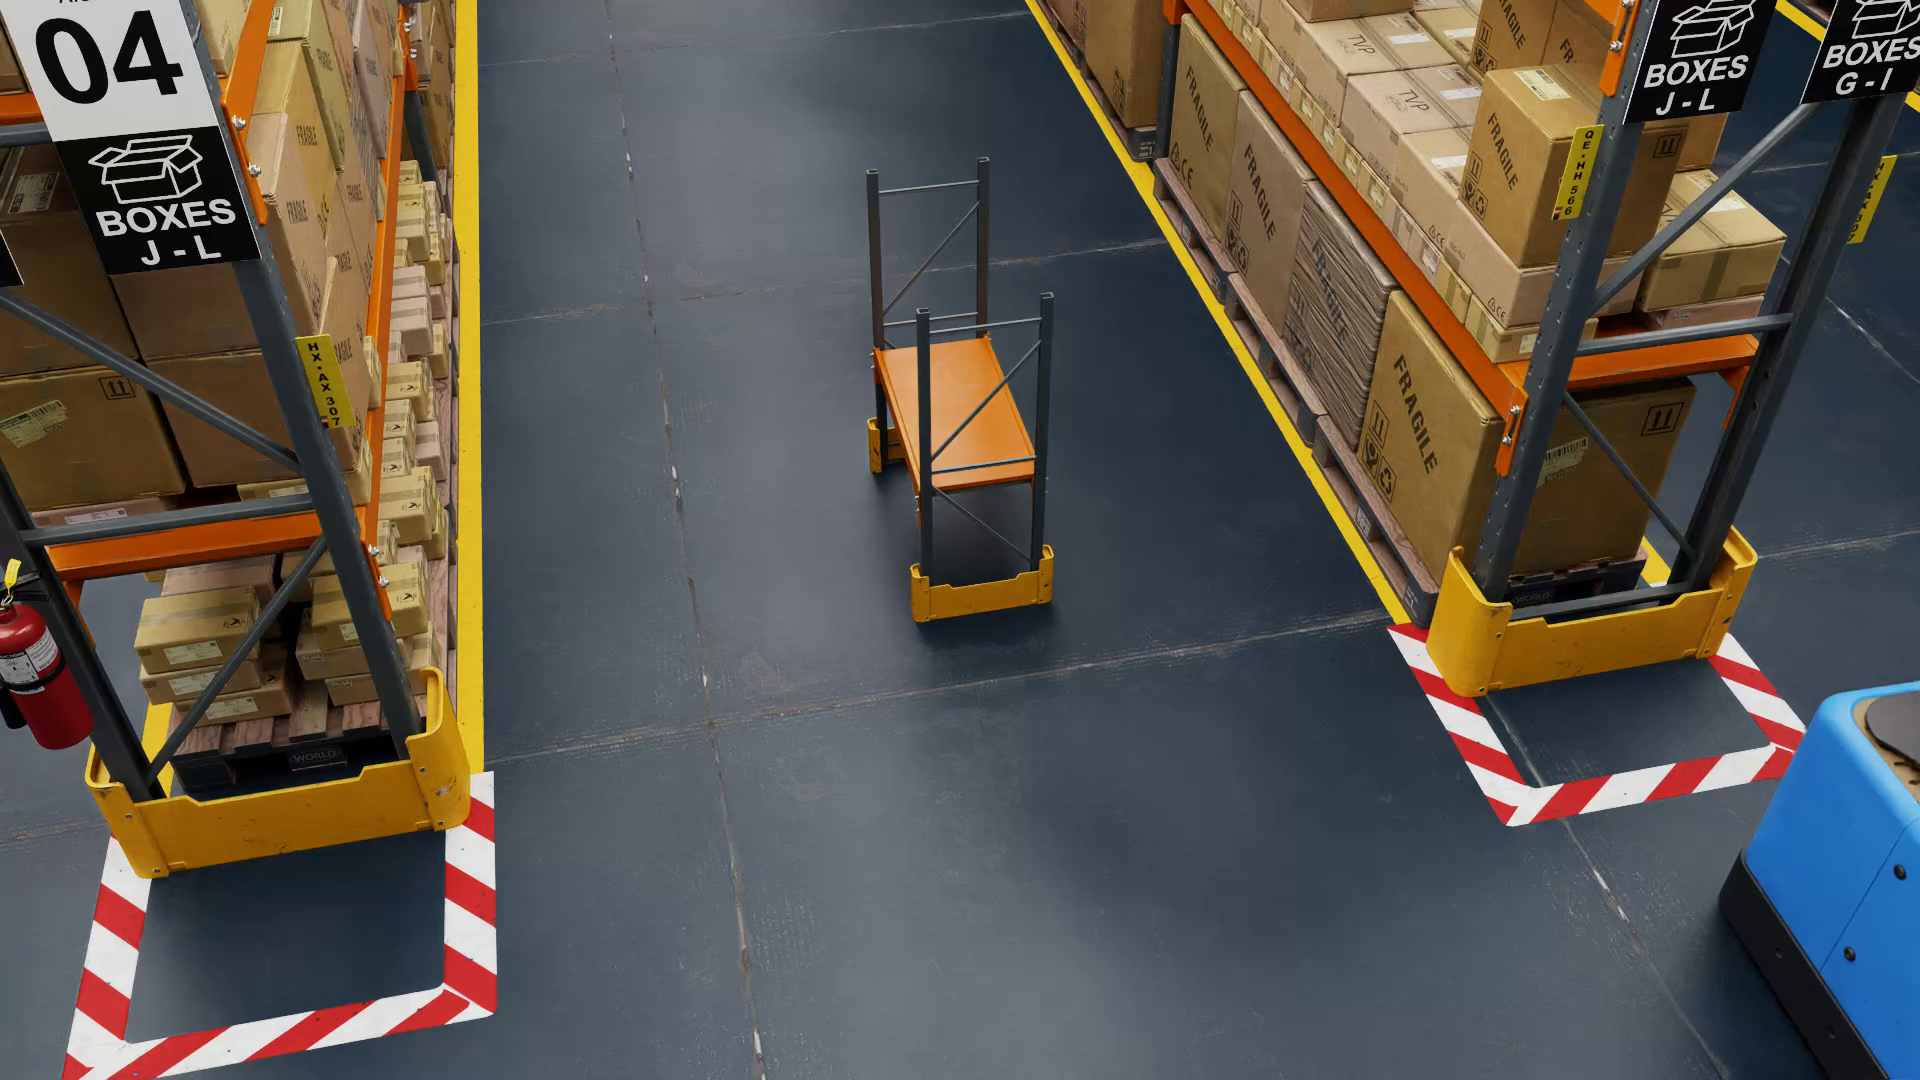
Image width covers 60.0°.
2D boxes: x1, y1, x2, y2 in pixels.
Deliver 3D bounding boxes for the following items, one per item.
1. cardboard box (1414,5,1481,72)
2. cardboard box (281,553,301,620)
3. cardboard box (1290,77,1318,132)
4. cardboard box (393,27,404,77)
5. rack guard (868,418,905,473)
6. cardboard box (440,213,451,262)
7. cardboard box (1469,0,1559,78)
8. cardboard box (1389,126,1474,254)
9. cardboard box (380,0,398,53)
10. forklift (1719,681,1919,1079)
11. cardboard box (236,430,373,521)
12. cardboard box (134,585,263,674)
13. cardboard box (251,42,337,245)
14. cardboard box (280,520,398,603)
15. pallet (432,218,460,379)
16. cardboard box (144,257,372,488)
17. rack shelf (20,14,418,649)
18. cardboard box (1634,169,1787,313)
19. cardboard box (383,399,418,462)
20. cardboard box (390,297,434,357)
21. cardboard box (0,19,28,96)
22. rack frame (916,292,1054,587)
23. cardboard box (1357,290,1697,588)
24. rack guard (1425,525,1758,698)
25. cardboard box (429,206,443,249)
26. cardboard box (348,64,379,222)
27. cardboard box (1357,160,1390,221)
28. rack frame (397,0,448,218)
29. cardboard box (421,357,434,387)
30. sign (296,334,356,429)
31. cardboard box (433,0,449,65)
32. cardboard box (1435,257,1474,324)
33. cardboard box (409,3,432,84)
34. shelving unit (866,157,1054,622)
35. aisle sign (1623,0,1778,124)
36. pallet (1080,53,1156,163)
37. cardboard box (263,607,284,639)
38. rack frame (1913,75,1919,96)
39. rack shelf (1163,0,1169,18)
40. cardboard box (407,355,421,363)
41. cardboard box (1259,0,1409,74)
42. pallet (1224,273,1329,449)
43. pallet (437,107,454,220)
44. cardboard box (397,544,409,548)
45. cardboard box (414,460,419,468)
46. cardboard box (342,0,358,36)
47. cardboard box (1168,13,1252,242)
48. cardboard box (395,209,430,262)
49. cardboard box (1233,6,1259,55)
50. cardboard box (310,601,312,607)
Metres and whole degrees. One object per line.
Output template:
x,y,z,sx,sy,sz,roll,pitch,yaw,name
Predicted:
2.301,-2.107,7.253,0.500,0.250,0.500,-9,42,-10,cardboard box
-2.827,0.205,6.591,0.380,0.149,0.250,-9,42,-9,cardboard box
1.696,-1.952,7.379,0.380,0.149,0.250,-9,42,-11,cardboard box
-2.794,-2.253,7.718,0.380,0.149,0.250,-9,42,-10,cardboard box
-0.124,-0.466,7.586,0.587,0.250,0.087,-8,42,-9,rack guard
-2.829,-1.536,8.552,0.380,0.149,0.250,-8,42,-9,cardboard box
2.417,-2.047,6.621,0.500,0.500,0.500,-9,42,-10,cardboard box
2.010,-1.363,6.415,0.500,0.250,0.500,-9,42,-10,cardboard box
-2.866,-2.526,7.537,0.500,0.500,0.500,-8,42,-9,cardboard box
4.185,0.317,4.685,3.031,2.935,1.130,-7,42,-8,forklift
-2.133,-0.220,5.428,0.380,0.149,0.250,-9,42,-10,cardboard box
-2.744,0.322,6.010,0.380,0.149,0.250,-8,42,-9,cardboard box
-2.336,-1.235,5.329,0.500,0.500,0.500,-7,42,-8,cardboard box
-2.341,0.079,6.284,0.380,0.149,0.250,-8,42,-9,cardboard box
-3.067,-1.177,8.417,1.003,0.211,1.213,-8,42,-9,pallet
-2.210,-0.537,5.296,0.500,0.500,0.500,-6,42,-7,cardboard box
-2.814,-1.085,6.754,1.077,0.370,4.000,-8,42,-9,rack shelf
2.642,-1.108,6.127,0.500,0.250,0.500,-9,42,-10,cardboard box
-2.455,-0.432,6.860,0.380,0.149,0.250,-7,42,-8,cardboard box
-2.562,-0.935,7.427,0.380,0.149,0.250,-10,43,-11,cardboard box
-2.739,-1.380,4.399,0.500,0.250,0.500,-9,42,-10,cardboard box
0.091,-0.287,6.443,0.500,1.500,0.032,-8,42,-9,rack frame
2.266,-0.468,6.802,0.875,0.875,0.875,-8,42,-9,cardboard box
2.487,0.248,6.594,1.175,0.500,0.348,-8,42,-9,rack guard
-2.797,-1.520,8.310,0.380,0.149,0.250,-10,43,-11,cardboard box
-2.560,-1.529,6.413,0.500,0.500,0.500,-9,42,-10,cardboard box
1.862,-1.454,6.818,0.380,0.149,0.250,-9,42,-10,cardboard box
-3.246,-2.650,7.976,1.000,3.000,0.127,-8,42,-9,rack frame
-2.615,-0.686,7.595,0.380,0.149,0.250,-8,42,-8,cardboard box
-1.853,-0.459,4.856,0.100,0.325,0.005,-8,42,-9,sign
-3.389,-3.070,10.015,0.500,0.500,0.500,-8,42,-9,cardboard box
2.026,-0.961,6.262,0.380,0.149,0.250,-8,42,-9,cardboard box
-3.148,-2.670,9.000,0.500,0.250,0.500,-10,43,-11,cardboard box
-0.016,-0.610,6.808,0.587,1.500,1.083,-8,42,-9,shelving unit
2.205,-1.585,4.818,0.394,0.787,0.004,-8,42,-9,aisle sign
1.379,-2.742,10.180,1.003,0.211,1.213,-8,42,-9,pallet
-2.779,0.262,6.302,0.380,0.149,0.250,-9,42,-10,cardboard box
6.455,-4.005,9.502,1.000,3.000,0.127,-8,42,-9,rack frame
1.187,-4.323,10.402,1.077,0.370,4.000,-8,42,-9,rack shelf
-2.651,-0.833,7.536,0.380,0.149,0.250,-10,43,-11,cardboard box
1.684,-2.350,7.527,0.500,0.250,0.500,-7,42,-8,cardboard box
1.973,-0.956,8.168,1.003,0.211,1.213,-8,42,-9,pallet
-3.416,-2.112,9.470,1.003,0.211,1.213,-8,42,-9,pallet
-2.388,0.032,6.561,0.380,0.149,0.250,-8,42,-9,cardboard box
-2.476,-0.185,7.030,0.380,0.149,0.250,-8,42,-9,cardboard box
-2.667,-2.239,6.460,0.500,0.500,0.500,-7,42,-8,cardboard box
1.683,-2.219,8.774,0.875,0.875,0.875,-8,42,-9,cardboard box
-2.761,-1.450,8.007,0.380,0.149,0.250,-9,42,-10,cardboard box
1.530,-2.451,7.941,0.380,0.149,0.250,-9,42,-10,cardboard box
-2.320,0.308,6.474,0.380,0.149,0.250,-9,42,-9,cardboard box
